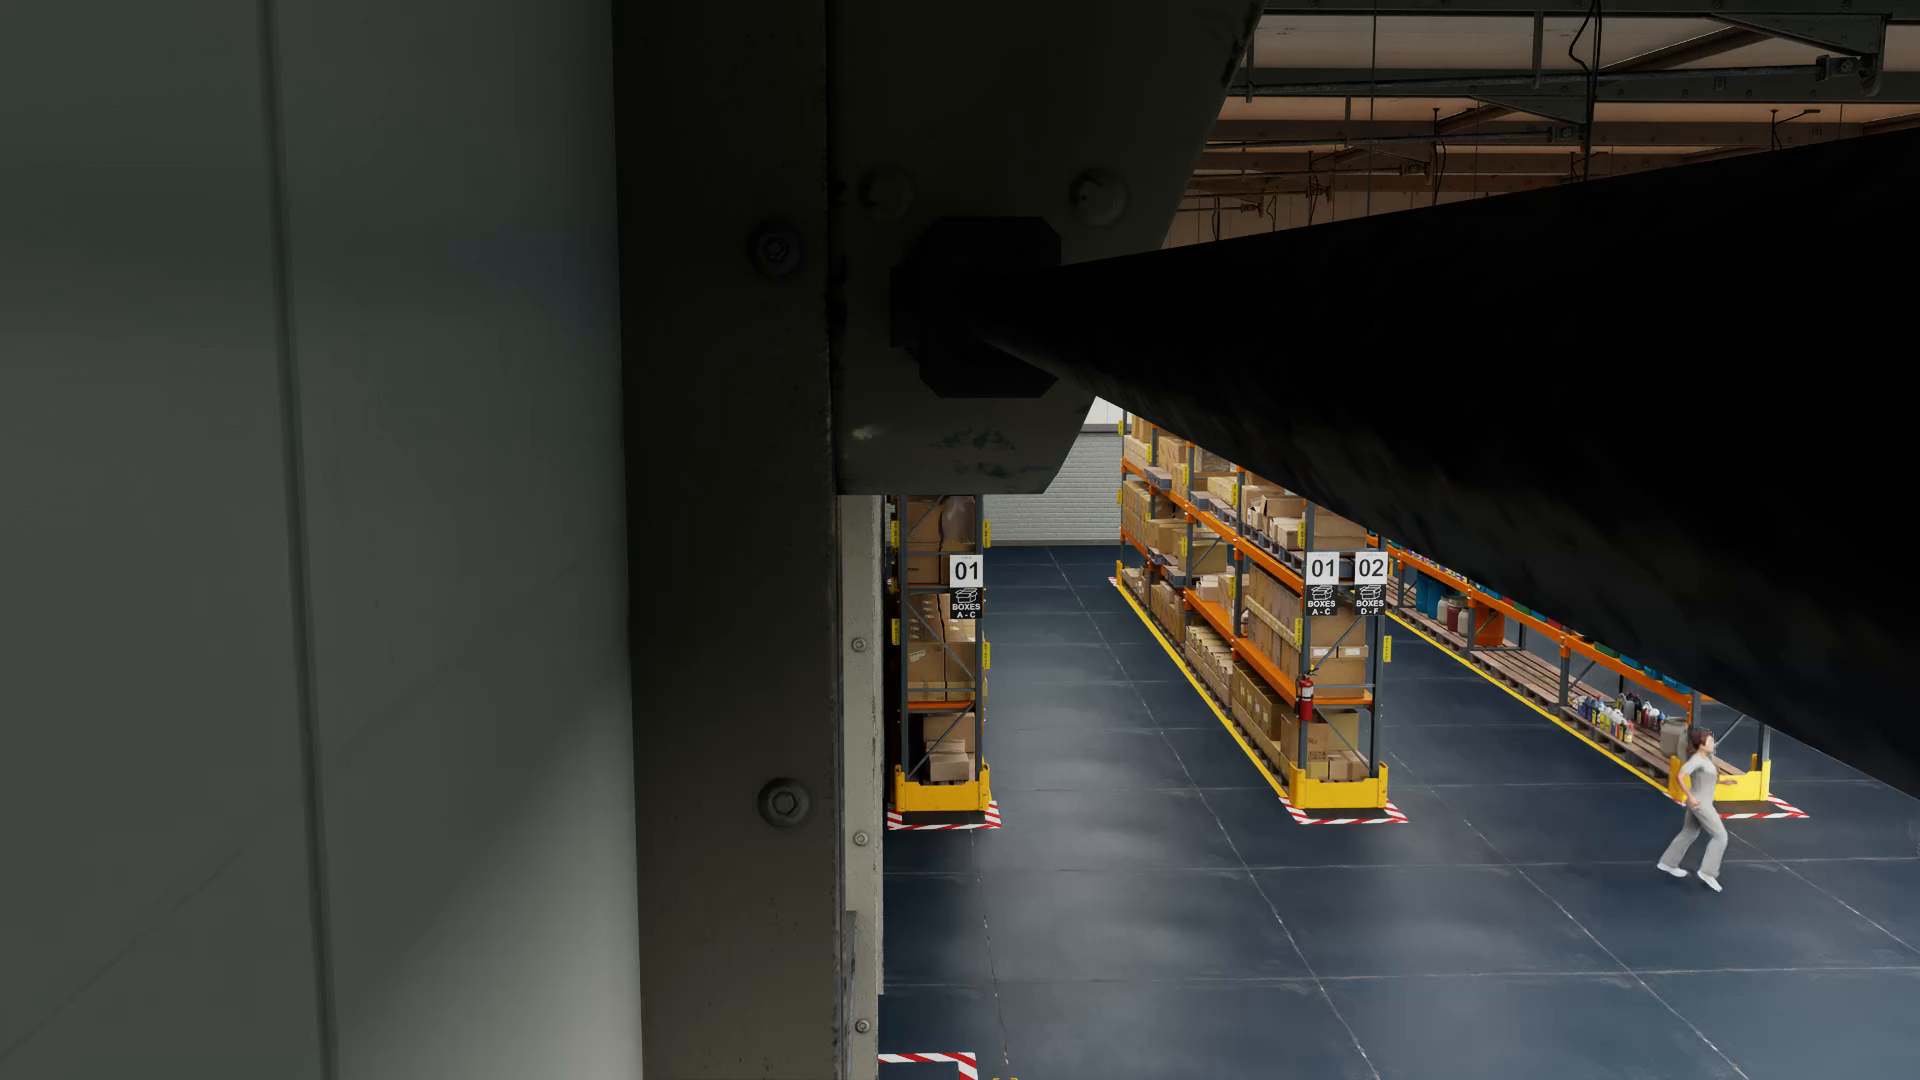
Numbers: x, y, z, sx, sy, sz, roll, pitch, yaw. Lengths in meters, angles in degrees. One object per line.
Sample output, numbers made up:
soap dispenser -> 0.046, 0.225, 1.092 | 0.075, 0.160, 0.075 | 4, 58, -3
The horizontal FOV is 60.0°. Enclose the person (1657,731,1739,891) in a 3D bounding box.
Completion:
person -> 7.928, 2.889, 17.856 | 0.746, 1.721, 0.533 | 3, 9, 22
